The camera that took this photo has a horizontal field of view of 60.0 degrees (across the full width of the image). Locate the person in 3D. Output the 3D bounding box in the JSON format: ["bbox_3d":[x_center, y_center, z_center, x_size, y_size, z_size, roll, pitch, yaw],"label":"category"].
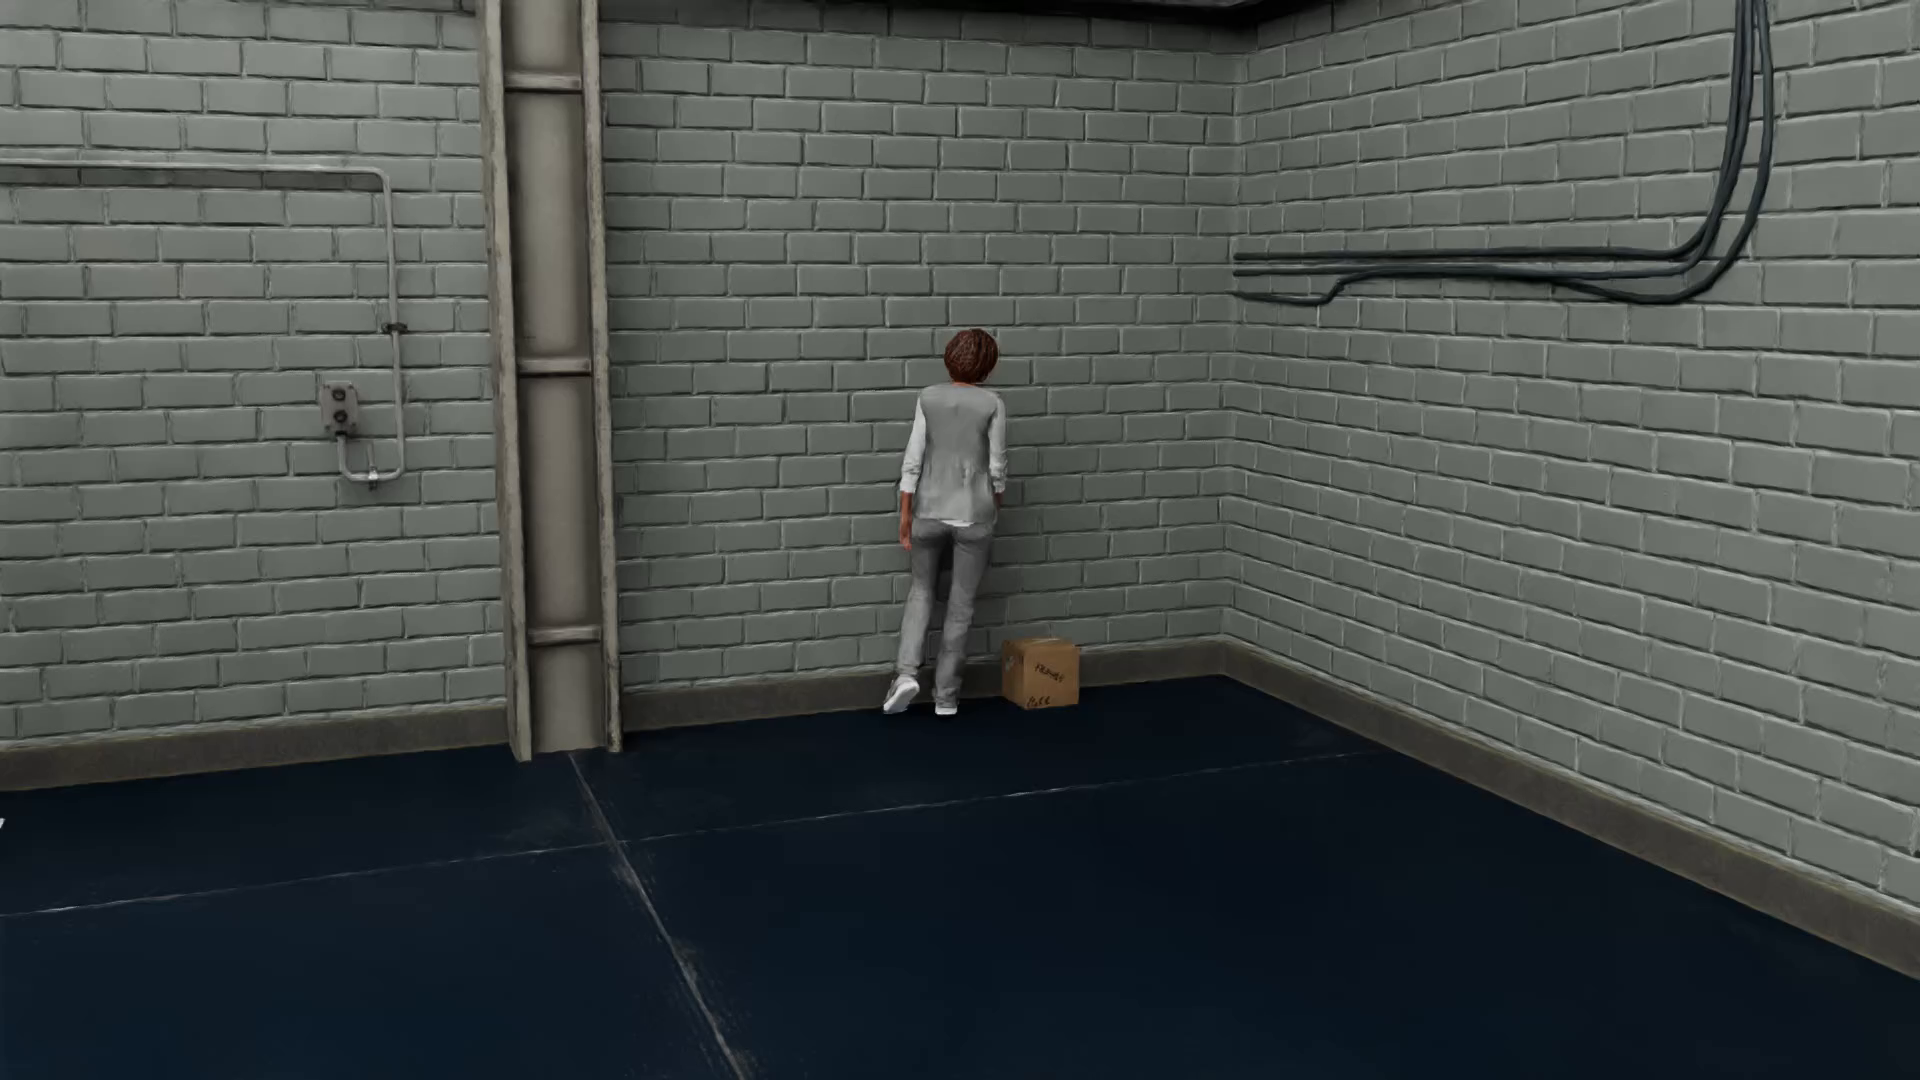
[{"bbox_3d":[-0.058,-0.061,6.767,0.508,1.596,0.390,2,9,13],"label":"person"}]
